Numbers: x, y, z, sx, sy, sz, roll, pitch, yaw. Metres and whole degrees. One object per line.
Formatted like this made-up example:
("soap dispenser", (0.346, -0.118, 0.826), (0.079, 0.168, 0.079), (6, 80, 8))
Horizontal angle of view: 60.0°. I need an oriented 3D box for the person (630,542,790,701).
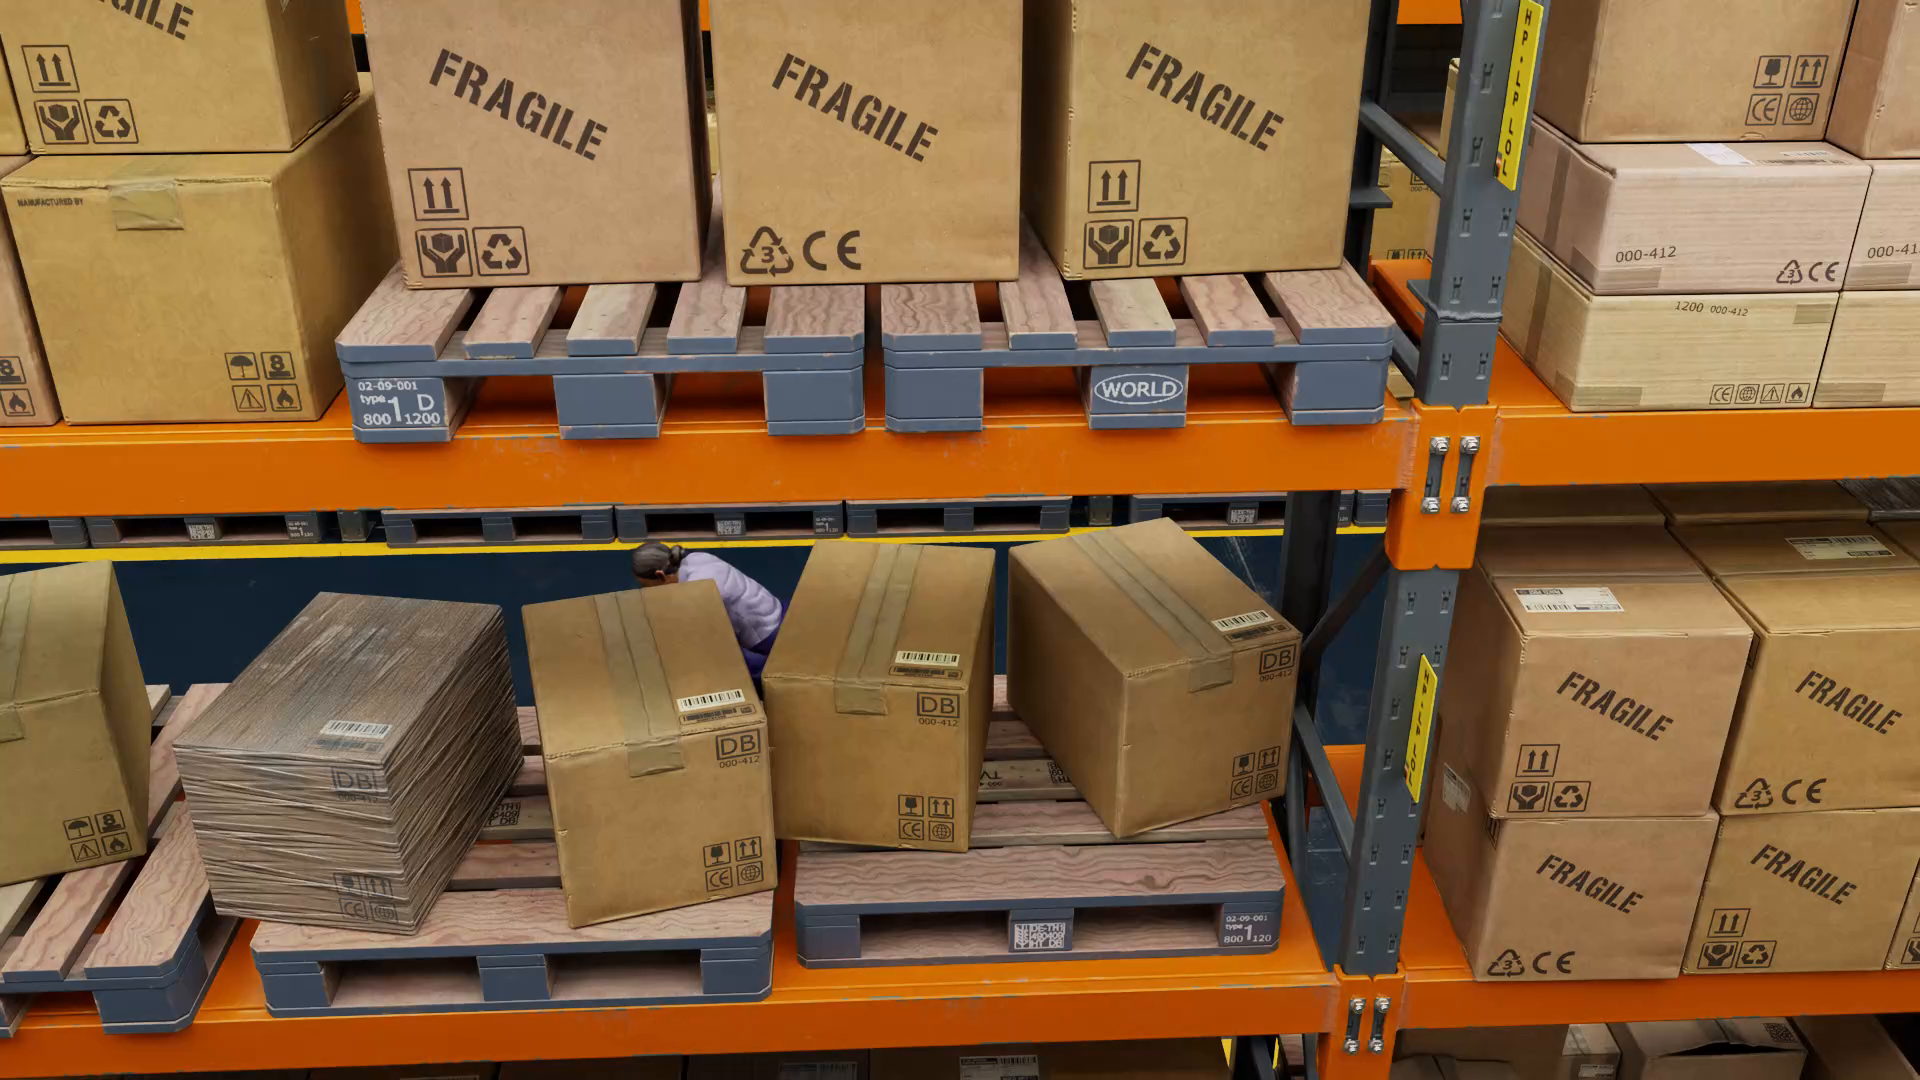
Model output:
("person", (-1.061, 0.396, 7.174), (0.828, 0.926, 0.529), (-1, 28, -2))
